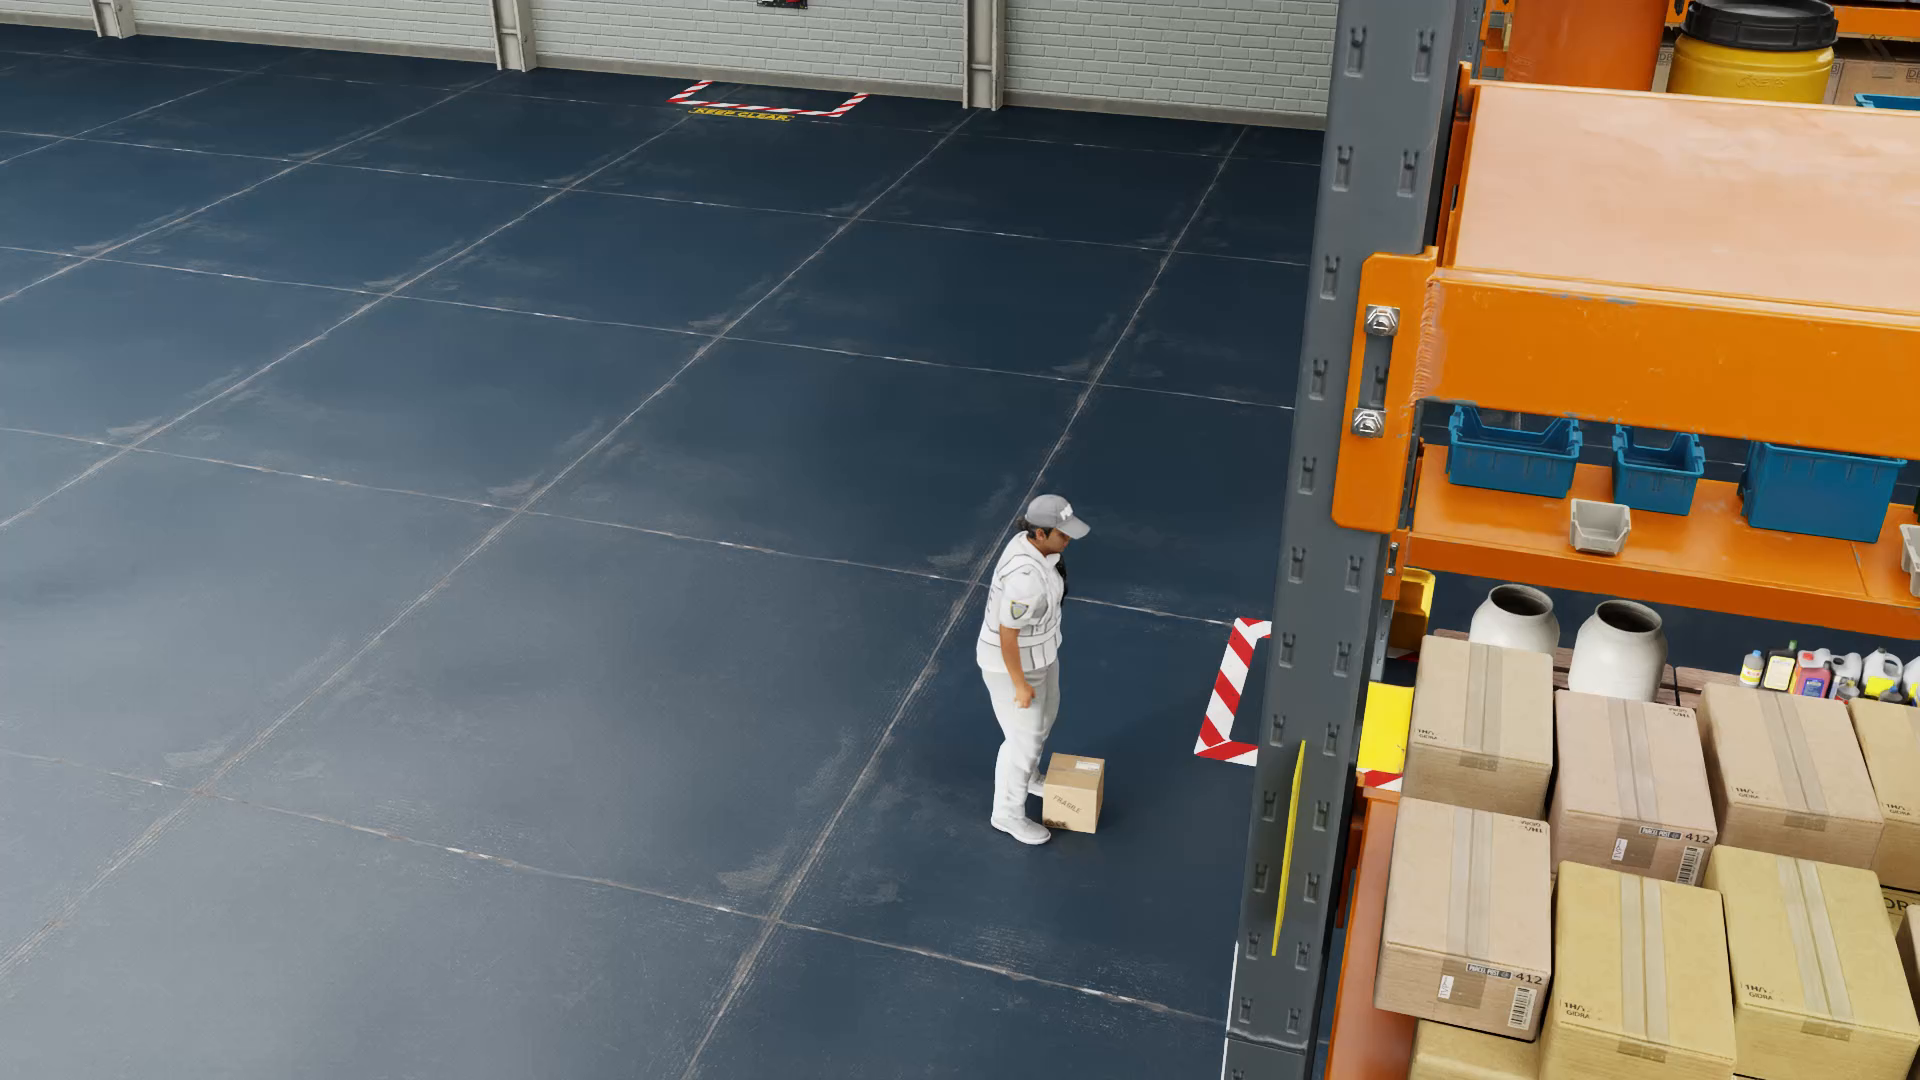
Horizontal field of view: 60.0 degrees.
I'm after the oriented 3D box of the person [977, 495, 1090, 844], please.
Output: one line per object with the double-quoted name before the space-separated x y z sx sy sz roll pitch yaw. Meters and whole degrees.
"person" 0.325 0.545 7.526 0.470 1.666 0.542 8 30 15
